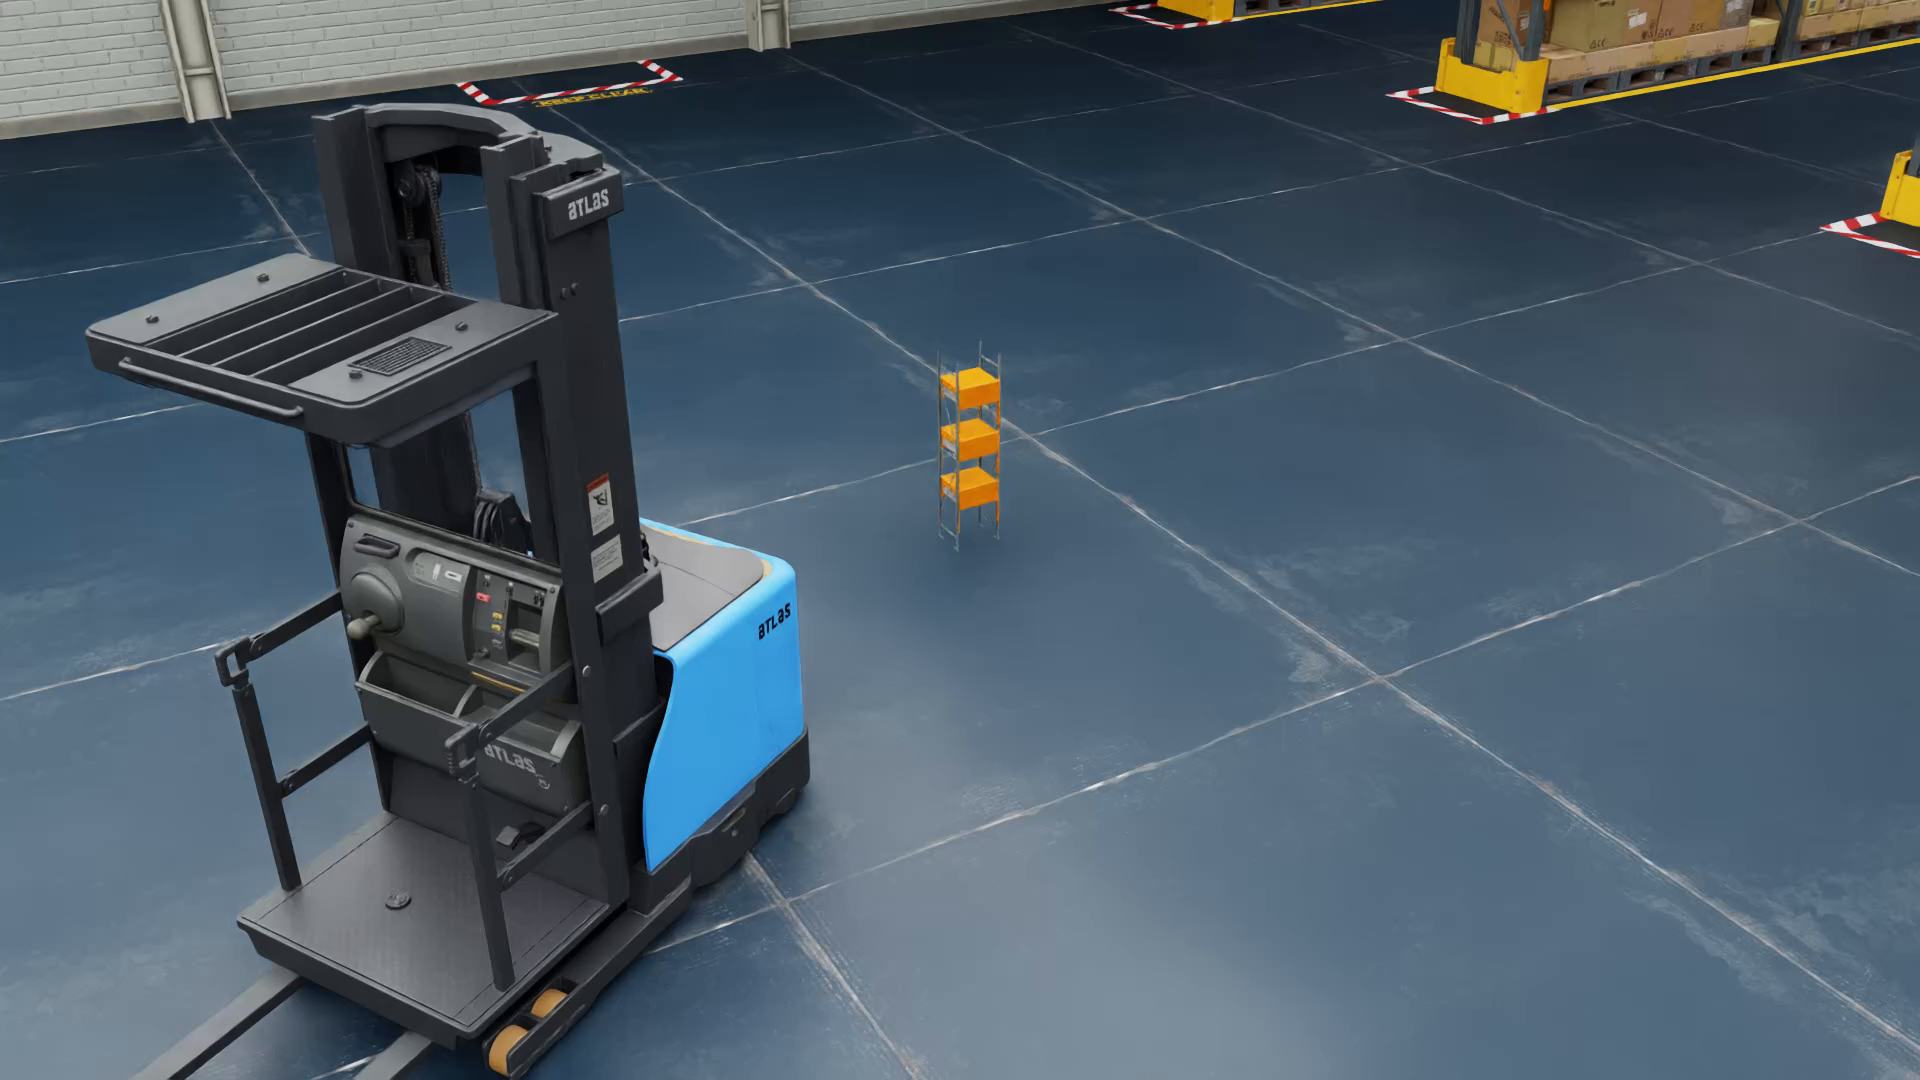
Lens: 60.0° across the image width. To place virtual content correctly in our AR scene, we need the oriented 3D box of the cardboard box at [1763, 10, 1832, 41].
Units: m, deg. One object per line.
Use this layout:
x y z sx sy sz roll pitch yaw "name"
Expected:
9.276 -5.737 18.453 0.500 0.250 0.500 -17 33 -27 "cardboard box"

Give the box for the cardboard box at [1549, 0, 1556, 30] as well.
6.521 -5.597 17.423 0.500 0.500 0.500 -16 33 -26 "cardboard box"

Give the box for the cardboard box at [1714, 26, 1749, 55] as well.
8.078 -5.419 17.876 0.500 0.250 0.500 -16 33 -26 "cardboard box"

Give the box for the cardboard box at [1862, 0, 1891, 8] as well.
10.165 -6.232 18.769 0.500 0.311 0.500 -17 33 -28 "cardboard box"

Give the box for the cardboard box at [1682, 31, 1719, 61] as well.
7.654 -5.290 17.643 0.500 0.250 0.500 -16 33 -26 "cardboard box"

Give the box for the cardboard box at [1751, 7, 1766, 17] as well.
9.014 -5.964 18.864 0.500 0.250 0.500 -16 33 -27 "cardboard box"

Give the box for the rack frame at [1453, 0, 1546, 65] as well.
5.354 -5.783 16.124 0.127 3.000 1.000 -16 33 -26 "rack frame"

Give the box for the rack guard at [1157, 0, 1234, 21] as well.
2.907 -6.770 20.499 0.348 0.500 1.175 -16 33 -26 "rack guard"

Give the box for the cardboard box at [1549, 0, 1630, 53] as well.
6.359 -5.253 16.799 0.500 0.500 0.500 -16 33 -26 "cardboard box"

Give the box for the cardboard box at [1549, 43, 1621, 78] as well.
6.359 -4.925 16.981 0.500 0.250 0.500 -16 33 -26 "cardboard box"

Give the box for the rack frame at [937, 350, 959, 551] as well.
-0.059 -0.443 8.466 0.008 1.050 0.200 -16 33 -26 "rack frame"

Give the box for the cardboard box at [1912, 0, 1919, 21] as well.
11.044 -6.241 19.366 0.500 0.250 0.500 -15 32 -25 "cardboard box"

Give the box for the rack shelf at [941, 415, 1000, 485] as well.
0.046 -0.463 8.525 0.240 0.259 0.215 -16 33 -26 "rack shelf"

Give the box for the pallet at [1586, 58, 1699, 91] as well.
7.043 -5.063 17.706 1.213 0.211 1.003 -16 33 -26 "pallet"

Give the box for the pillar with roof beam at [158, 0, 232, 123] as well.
-5.158 -6.273 10.803 0.400 9.000 9.100 -16 33 -26 "pillar with roof beam"

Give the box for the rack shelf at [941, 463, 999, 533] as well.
0.046 -0.220 8.659 0.240 0.259 0.215 -16 33 -26 "rack shelf"

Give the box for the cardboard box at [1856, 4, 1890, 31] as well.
10.163 -5.990 18.910 0.500 0.250 0.500 -17 33 -28 "cardboard box"

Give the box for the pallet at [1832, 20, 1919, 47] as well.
10.471 -6.038 19.473 1.213 0.211 1.003 -16 33 -26 "pallet"

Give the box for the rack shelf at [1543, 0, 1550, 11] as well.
7.079 -5.957 17.185 4.000 0.370 1.077 -16 33 -26 "rack shelf"

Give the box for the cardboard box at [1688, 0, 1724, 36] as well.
7.648 -5.624 17.471 0.500 0.500 0.500 -16 33 -26 "cardboard box"

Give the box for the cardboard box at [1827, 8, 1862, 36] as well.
9.718 -5.862 18.679 0.500 0.250 0.500 -15 32 -25 "cardboard box"

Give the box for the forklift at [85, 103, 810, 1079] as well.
-1.775 0.247 5.269 1.130 2.935 3.031 15 32 25 "forklift"

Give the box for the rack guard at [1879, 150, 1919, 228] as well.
7.902 -2.662 13.056 0.348 0.500 1.175 -16 33 -26 "rack guard"

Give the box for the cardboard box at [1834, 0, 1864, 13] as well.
9.720 -6.105 18.539 0.500 0.311 0.500 -16 33 -27 "cardboard box"

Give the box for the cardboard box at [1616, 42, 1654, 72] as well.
6.790 -5.047 17.203 0.500 0.250 0.500 -16 33 -26 "cardboard box"

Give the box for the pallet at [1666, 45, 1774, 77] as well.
8.096 -5.364 18.251 1.213 0.211 1.003 -16 33 -26 "pallet"

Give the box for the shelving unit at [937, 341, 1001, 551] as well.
0.046 -0.473 8.520 0.252 1.050 0.215 -16 33 -26 "shelving unit"

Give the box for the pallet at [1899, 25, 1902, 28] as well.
11.522 -6.335 20.010 1.213 0.211 1.003 -16 33 -26 "pallet"

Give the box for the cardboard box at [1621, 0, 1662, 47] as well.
6.784 -5.381 17.030 0.500 0.500 0.500 -16 33 -26 "cardboard box"

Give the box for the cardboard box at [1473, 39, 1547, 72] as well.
5.667 -5.017 17.148 0.500 0.250 0.500 -16 33 -26 "cardboard box"

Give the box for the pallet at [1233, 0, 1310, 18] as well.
3.625 -6.827 20.903 1.213 0.211 1.003 -16 33 -26 "pallet"

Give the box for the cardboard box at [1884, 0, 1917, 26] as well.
10.602 -6.114 19.135 0.500 0.250 0.500 -15 32 -25 "cardboard box"

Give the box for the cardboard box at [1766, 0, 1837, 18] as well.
9.285 -5.985 18.321 0.500 0.311 0.500 -16 33 -26 "cardboard box"

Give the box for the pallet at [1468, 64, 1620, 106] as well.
5.992 -4.766 17.168 1.213 0.211 1.003 -16 33 -26 "pallet"

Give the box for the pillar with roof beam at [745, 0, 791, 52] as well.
0.015 -7.742 13.464 0.400 9.000 9.100 -16 33 -26 "pillar with roof beam"

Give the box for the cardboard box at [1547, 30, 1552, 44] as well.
6.092 -5.144 17.378 0.500 0.250 0.500 -16 33 -26 "cardboard box"

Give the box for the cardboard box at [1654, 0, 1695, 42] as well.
7.224 -5.496 17.239 0.500 0.500 0.500 -16 33 -26 "cardboard box"

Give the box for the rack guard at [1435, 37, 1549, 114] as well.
5.334 -4.682 16.717 0.348 0.500 1.175 -16 33 -26 "rack guard"

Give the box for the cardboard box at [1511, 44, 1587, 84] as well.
5.929 -4.801 16.757 0.500 0.250 0.500 -16 33 -26 "cardboard box"

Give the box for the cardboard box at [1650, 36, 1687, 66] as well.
7.223 -5.168 17.421 0.500 0.250 0.500 -16 33 -26 "cardboard box"

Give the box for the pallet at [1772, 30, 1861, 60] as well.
9.418 -5.738 18.928 1.213 0.211 1.003 -16 33 -26 "pallet"

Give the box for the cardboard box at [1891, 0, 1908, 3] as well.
10.610 -6.362 19.004 0.500 0.311 0.500 -15 32 -25 "cardboard box"

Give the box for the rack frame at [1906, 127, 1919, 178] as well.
7.861 -3.718 12.383 0.127 3.000 1.000 -16 33 -26 "rack frame"

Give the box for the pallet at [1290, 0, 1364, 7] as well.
4.676 -7.124 21.440 1.213 0.211 1.003 -16 33 -26 "pallet"

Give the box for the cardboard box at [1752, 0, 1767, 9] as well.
9.007 -6.206 18.721 0.500 0.311 0.500 -16 33 -26 "cardboard box"

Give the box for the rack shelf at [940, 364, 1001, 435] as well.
0.046 -0.712 8.388 0.240 0.259 0.215 -16 33 -26 "rack shelf"

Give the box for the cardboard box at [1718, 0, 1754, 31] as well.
8.077 -5.748 17.696 0.500 0.500 0.500 -16 33 -26 "cardboard box"

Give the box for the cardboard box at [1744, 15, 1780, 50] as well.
8.514 -5.537 18.090 0.500 0.250 0.500 -16 33 -26 "cardboard box"

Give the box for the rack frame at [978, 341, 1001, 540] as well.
0.151 -0.503 8.574 0.008 1.050 0.200 -16 33 -26 "rack frame"

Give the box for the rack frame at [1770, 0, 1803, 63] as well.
8.803 -6.762 17.898 0.127 3.000 1.000 -16 33 -26 "rack frame"

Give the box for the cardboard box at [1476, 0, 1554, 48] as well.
5.666 -5.346 16.968 0.500 0.500 0.500 -16 33 -26 "cardboard box"
